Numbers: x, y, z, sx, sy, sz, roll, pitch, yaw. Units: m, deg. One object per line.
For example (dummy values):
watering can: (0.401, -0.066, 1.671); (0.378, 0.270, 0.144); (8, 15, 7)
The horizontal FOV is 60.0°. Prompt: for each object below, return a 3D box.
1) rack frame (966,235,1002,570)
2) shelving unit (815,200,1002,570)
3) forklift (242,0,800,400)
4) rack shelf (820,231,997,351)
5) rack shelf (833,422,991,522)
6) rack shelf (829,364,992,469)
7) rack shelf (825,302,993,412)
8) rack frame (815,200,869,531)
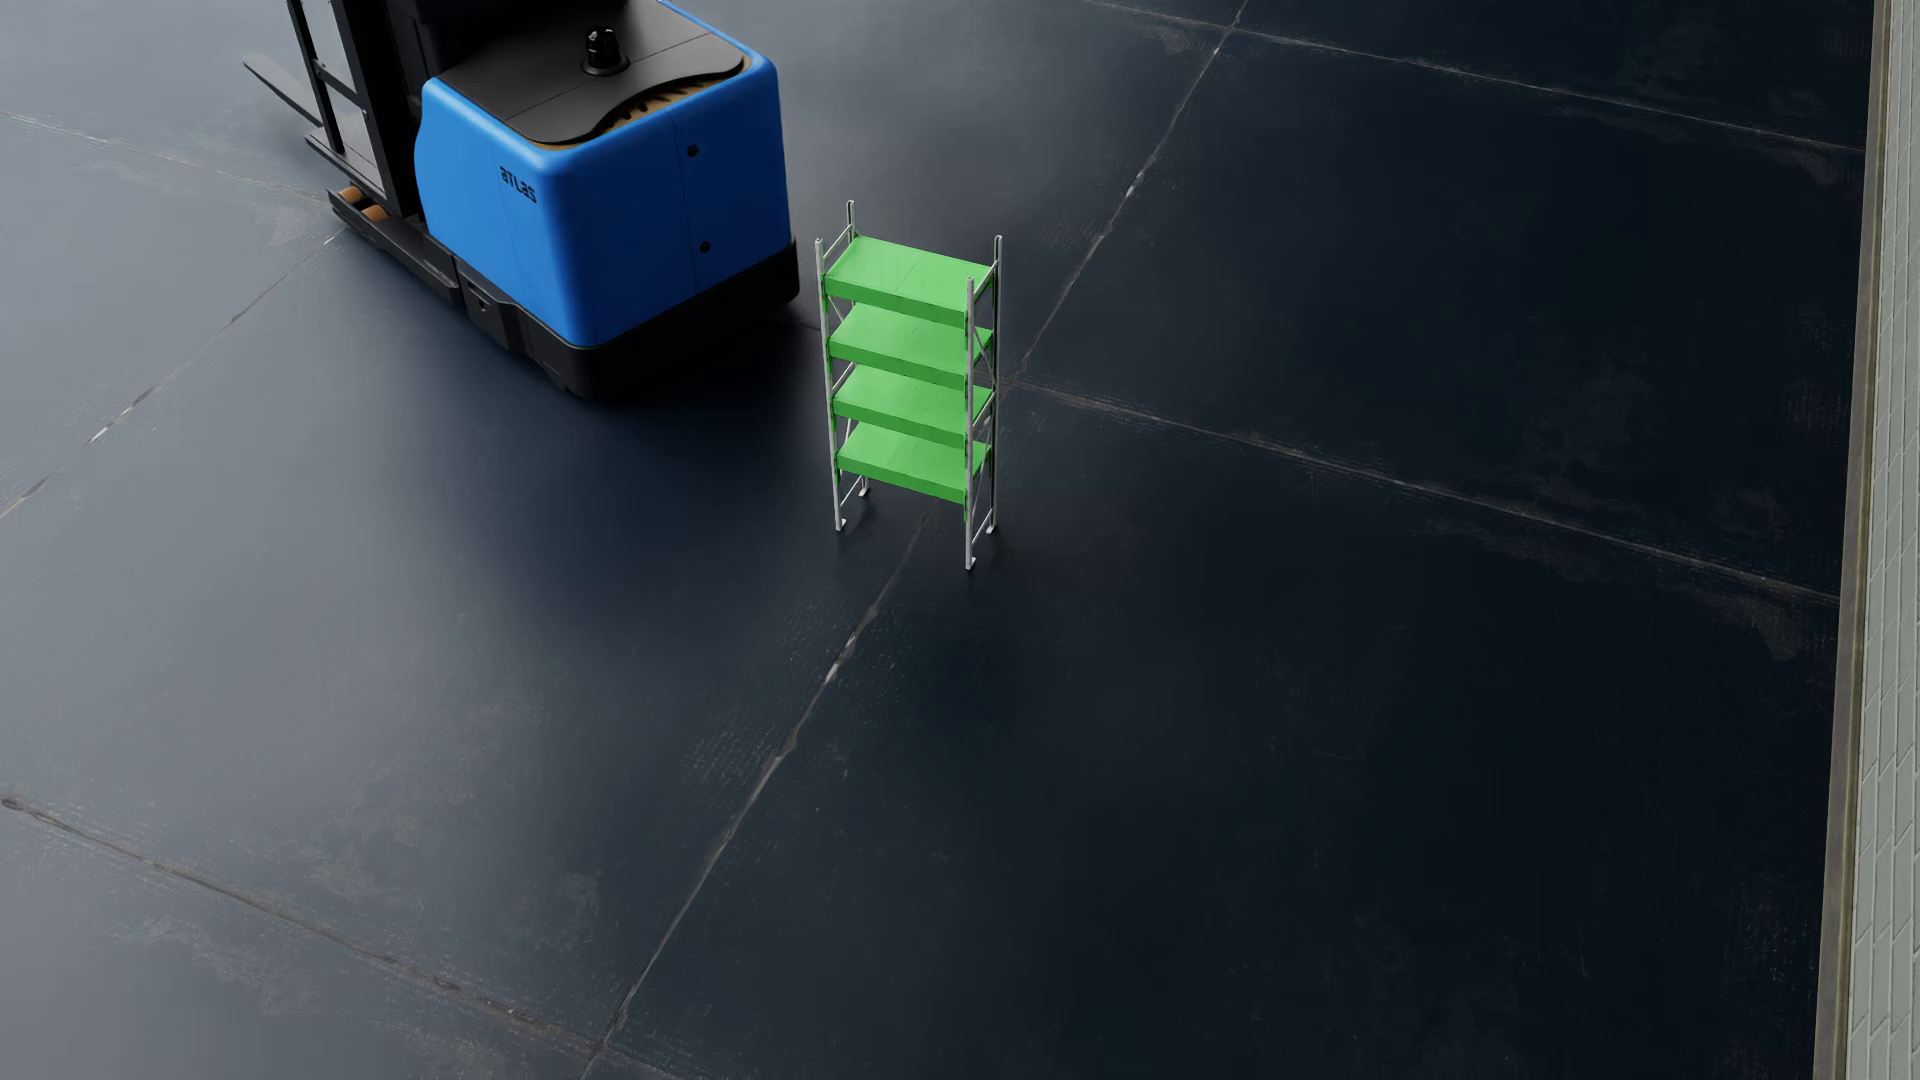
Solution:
rack frame: (0.072, -0.404, 5.305); (0.015, 1.200, 0.240); (16, 47, 16)
shelving unit: (-0.153, -0.470, 5.372); (0.503, 1.200, 0.258); (16, 47, 16)
forklift: (-2.025, -2.501, 6.185); (1.130, 2.935, 3.031); (-34, 54, -29)
rack shelf: (-0.153, -0.765, 5.079); (0.480, 0.148, 0.258); (16, 47, 16)
rack shelf: (-0.153, -0.255, 5.586); (0.480, 0.148, 0.258); (16, 47, 16)
rack shelf: (-0.153, -0.425, 5.417); (0.480, 0.148, 0.258); (16, 47, 16)
rack shelf: (-0.153, -0.595, 5.248); (0.480, 0.148, 0.258); (16, 47, 16)
rack frame: (-0.378, -0.537, 5.439); (0.015, 1.200, 0.240); (16, 47, 16)
